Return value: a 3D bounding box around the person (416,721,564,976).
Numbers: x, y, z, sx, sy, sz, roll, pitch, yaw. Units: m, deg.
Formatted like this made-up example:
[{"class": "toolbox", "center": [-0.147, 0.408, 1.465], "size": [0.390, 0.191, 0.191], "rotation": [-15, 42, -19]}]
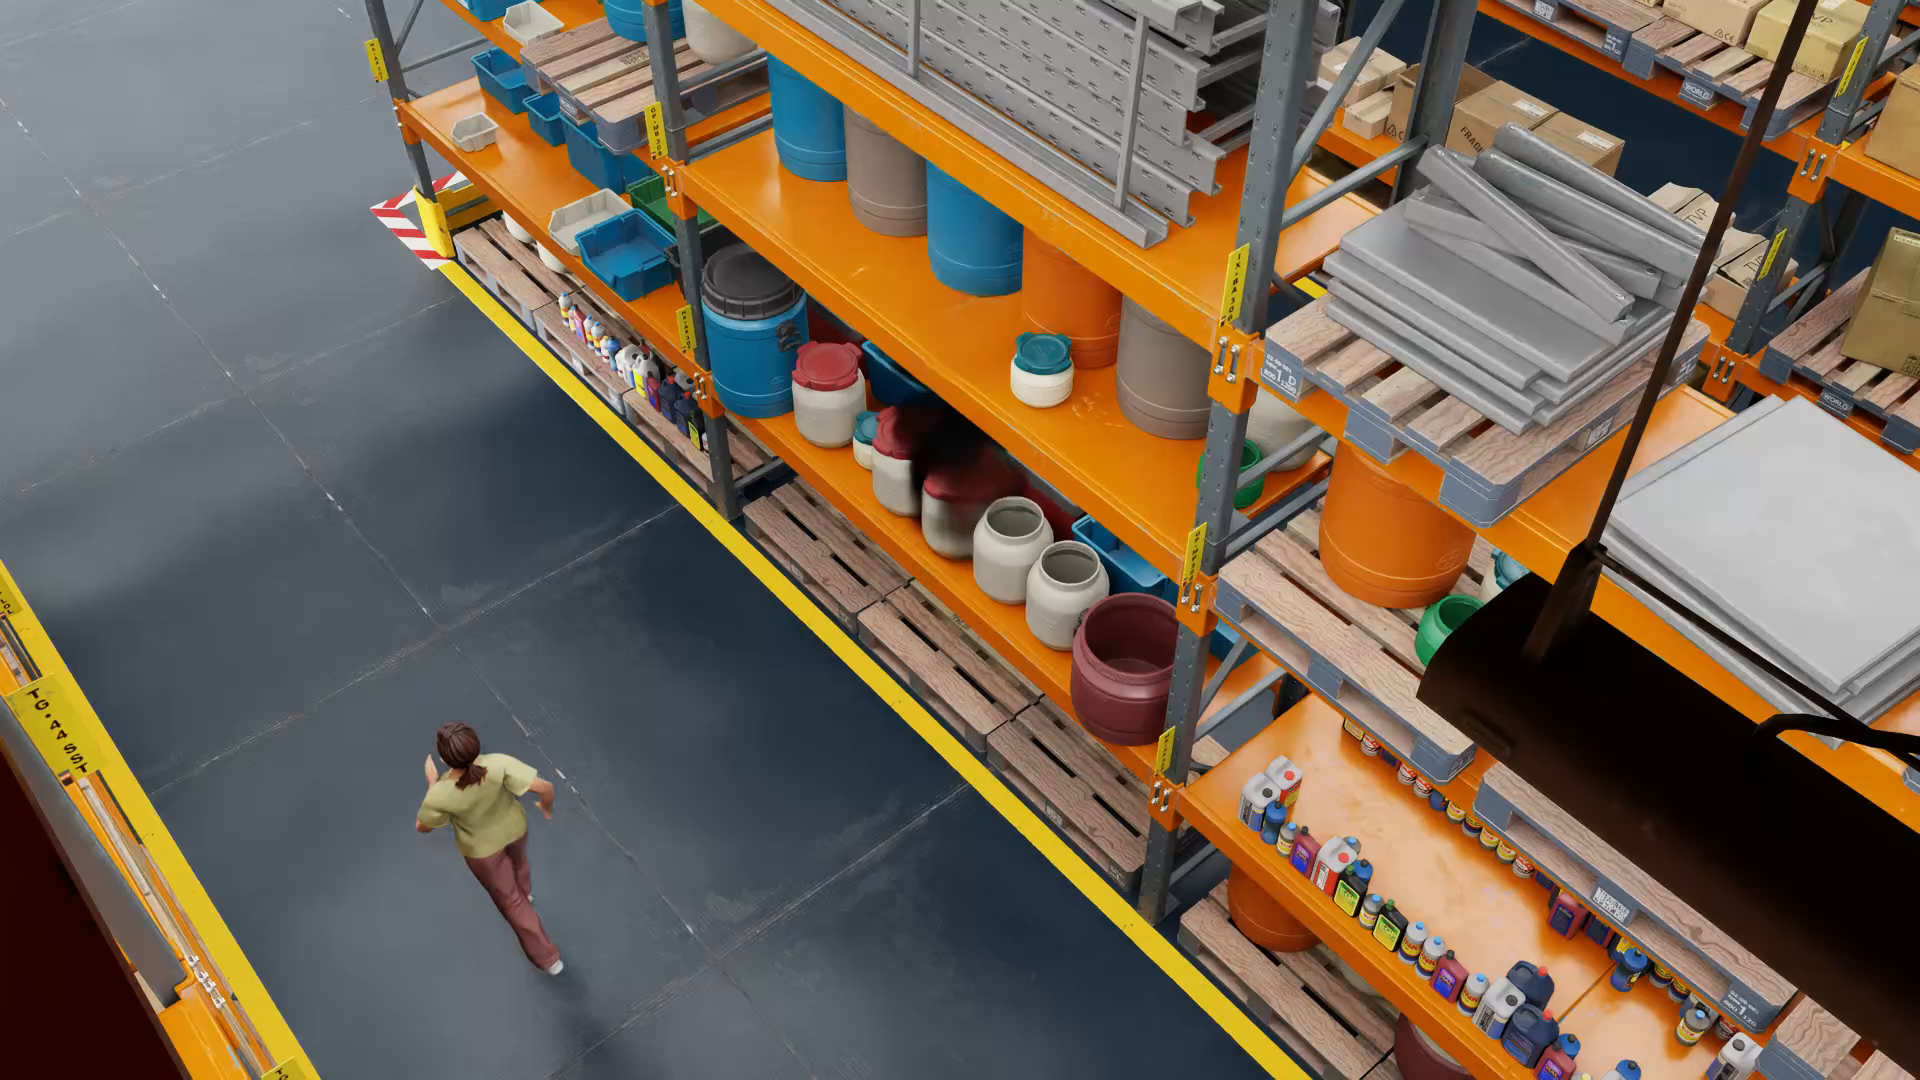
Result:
[{"class": "person", "center": [-2.250, 1.554, 8.126], "size": [0.777, 1.507, 0.564], "rotation": [36, 56, 29]}]
